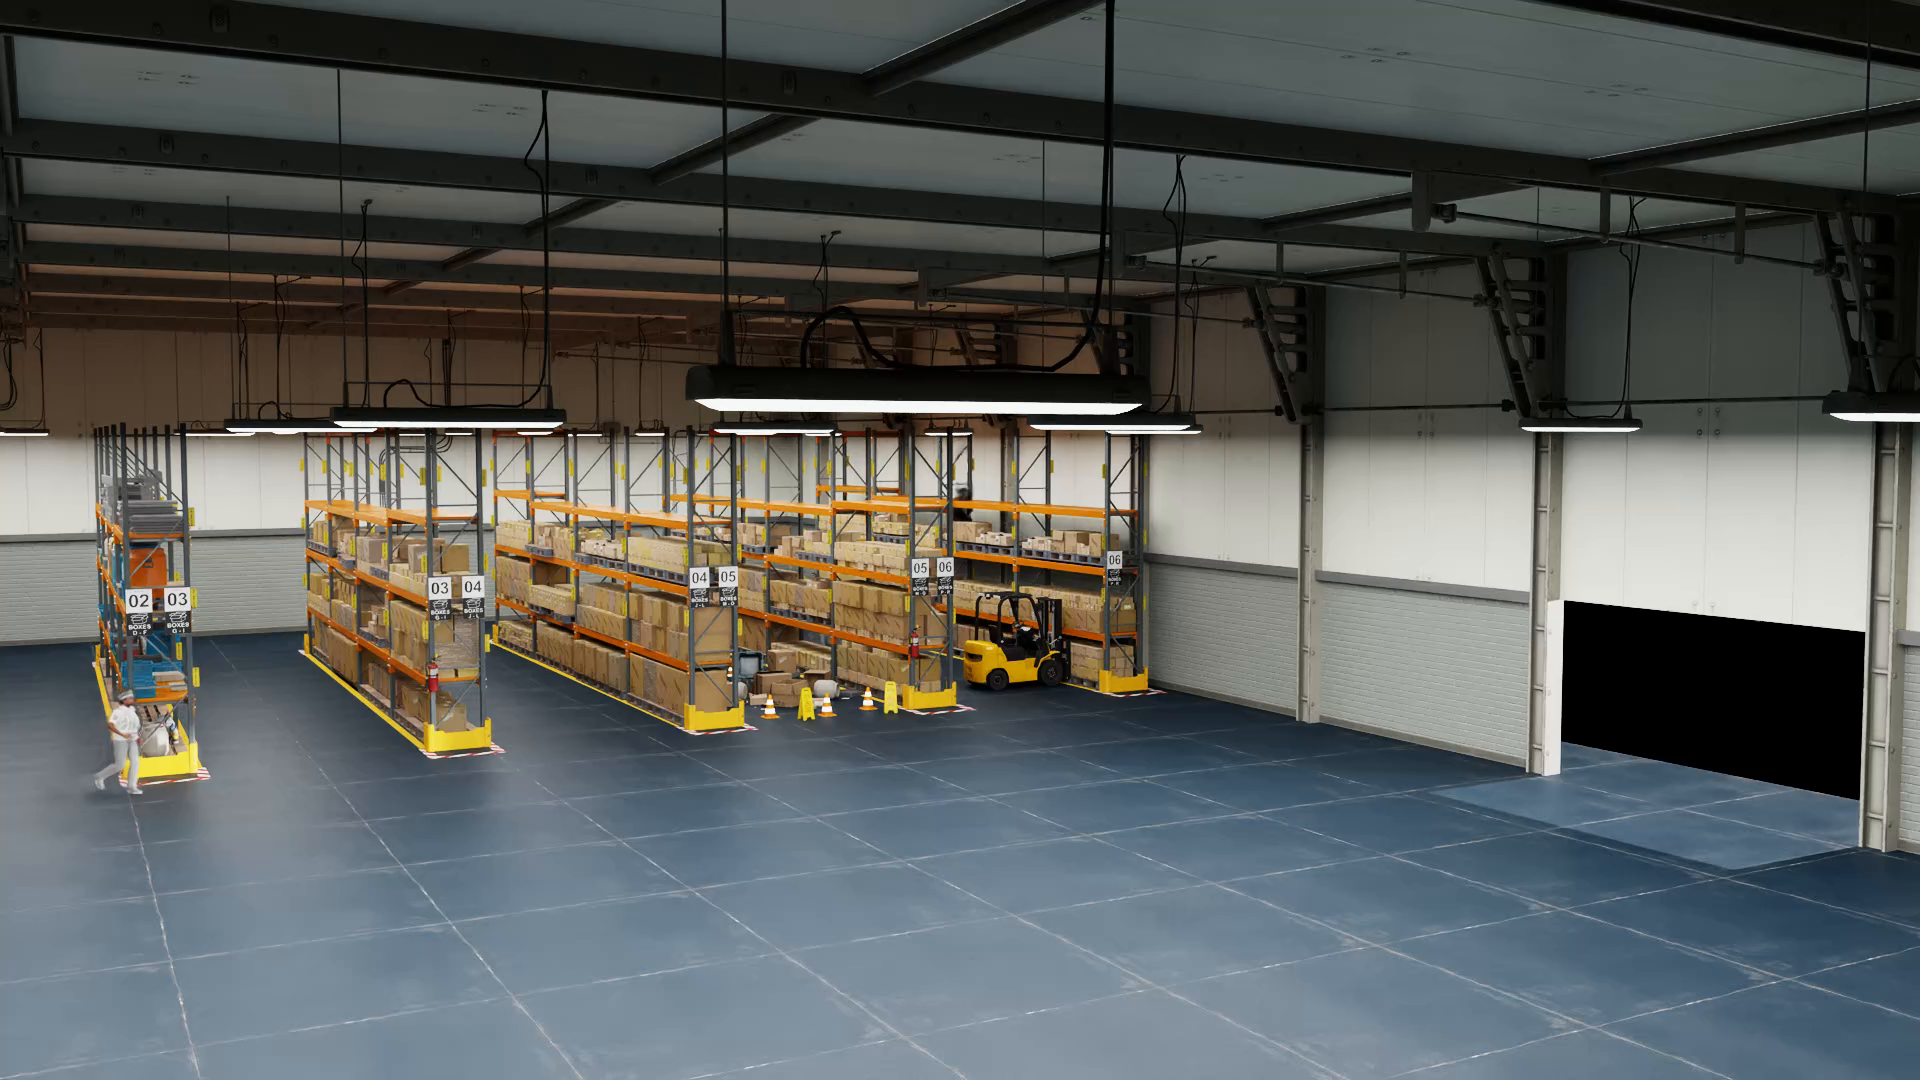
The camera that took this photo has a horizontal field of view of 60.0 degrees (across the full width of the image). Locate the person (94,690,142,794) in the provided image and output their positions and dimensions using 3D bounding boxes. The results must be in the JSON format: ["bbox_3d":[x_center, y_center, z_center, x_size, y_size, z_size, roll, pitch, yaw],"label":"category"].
[{"bbox_3d":[-13.528,3.258,26.979,0.847,1.648,0.645,1,4,13],"label":"person"}]

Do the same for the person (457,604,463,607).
[{"bbox_3d":[-13.816,2.123,45.761,0.581,1.715,0.880,-1,4,-21],"label":"person"}]

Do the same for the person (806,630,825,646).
[{"bbox_3d":[-3.888,2.117,44.877,0.677,1.823,0.738,-2,4,-35],"label":"person"}]
